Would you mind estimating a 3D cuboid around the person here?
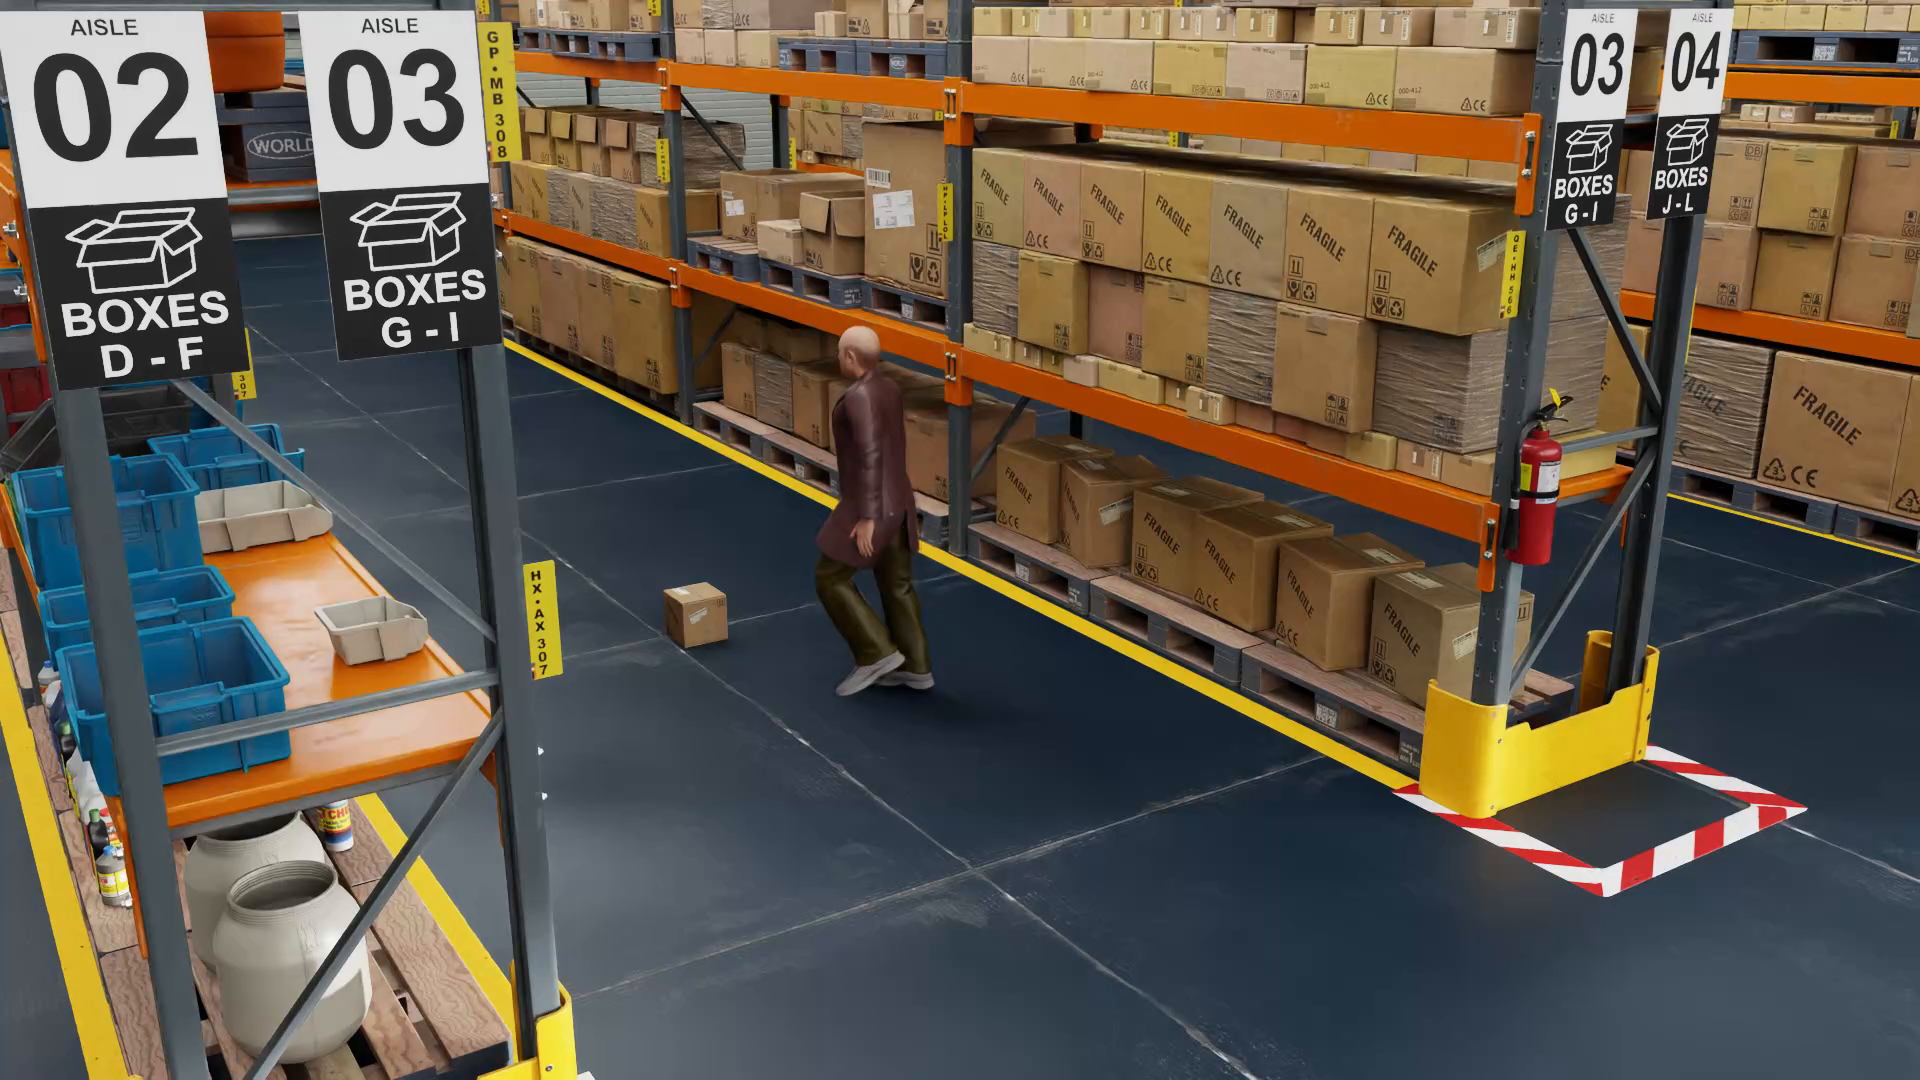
[{"bbox_3d":[-0.387,-0.138,7.952,0.551,1.761,0.637,7,19,20],"label":"person"}]
